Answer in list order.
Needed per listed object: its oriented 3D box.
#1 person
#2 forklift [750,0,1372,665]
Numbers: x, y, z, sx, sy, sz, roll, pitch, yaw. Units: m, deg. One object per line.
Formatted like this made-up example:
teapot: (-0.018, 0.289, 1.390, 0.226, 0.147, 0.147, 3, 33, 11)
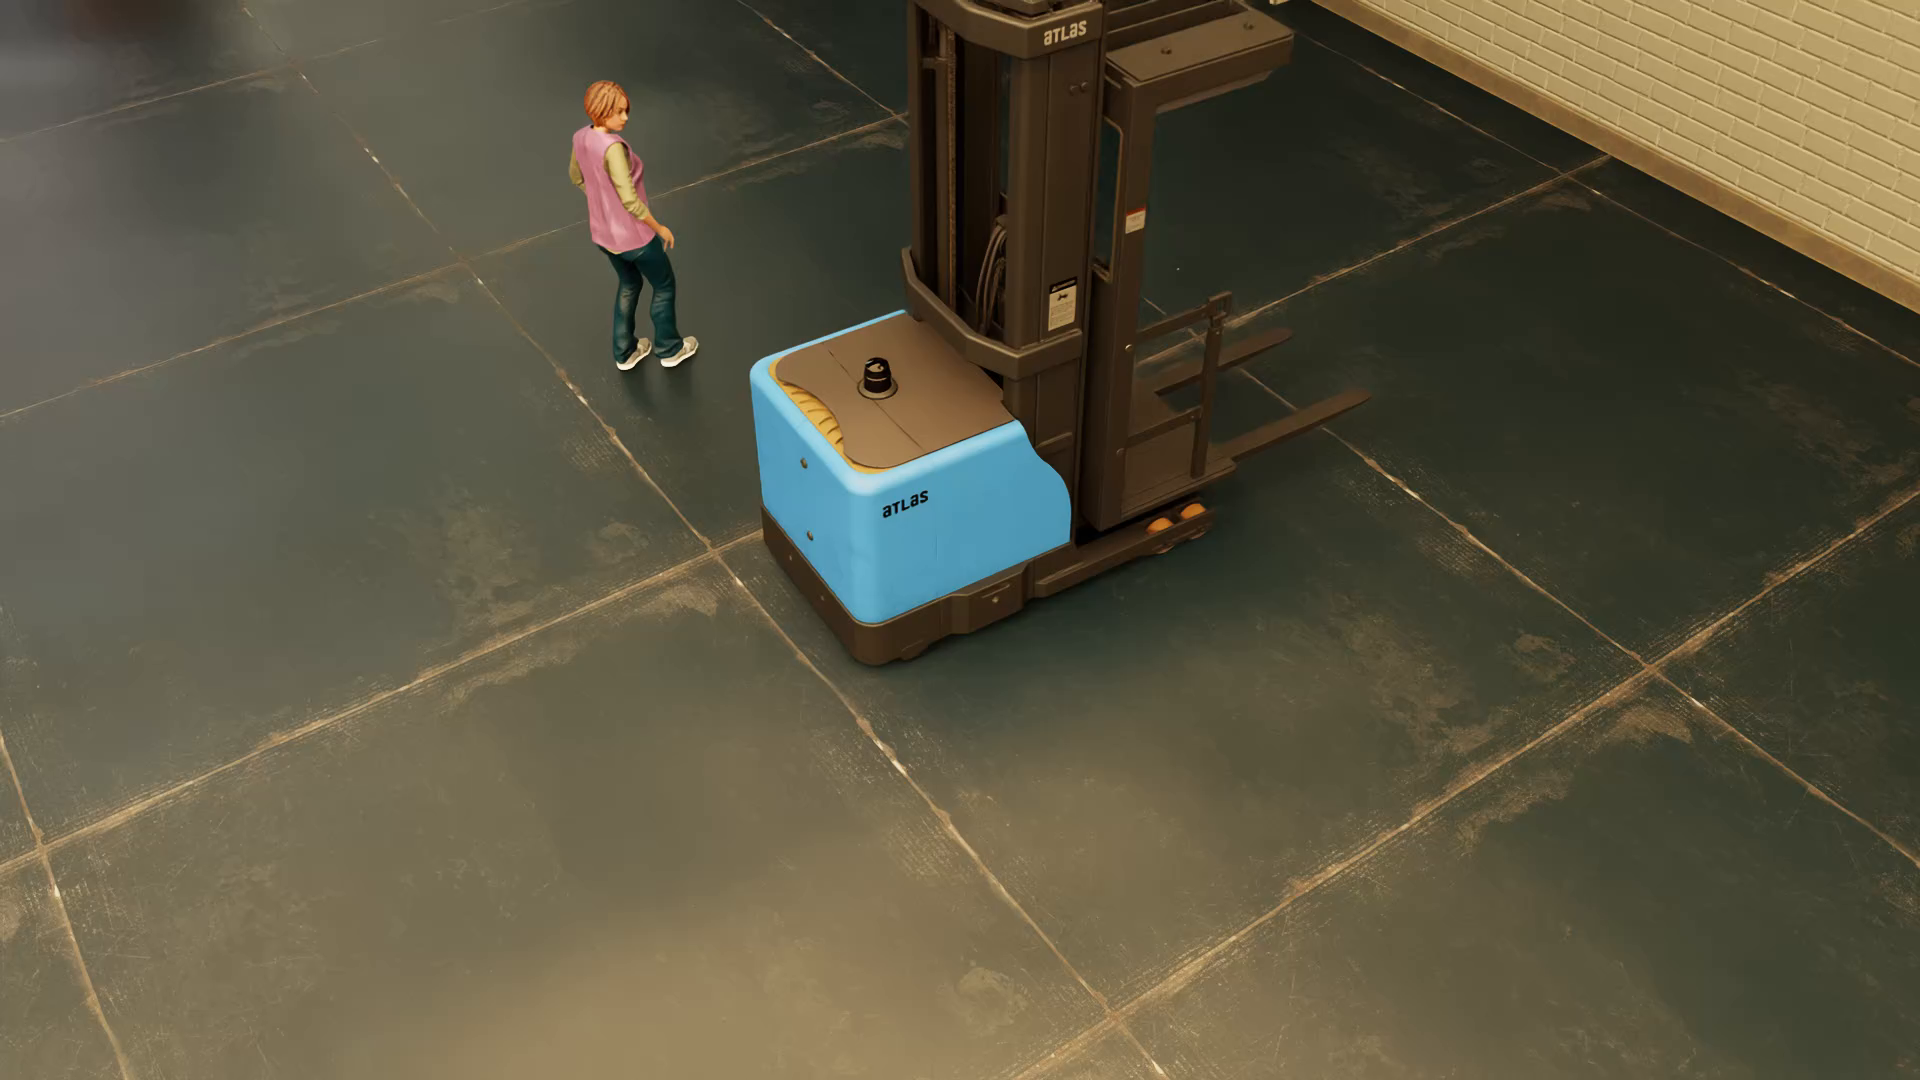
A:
person: (-1.675, -1.580, 8.435, 0.617, 1.578, 0.451, 29, 50, 28)
forklift: (0.606, -1.298, 7.124, 3.031, 2.935, 1.130, -23, 47, -23)
